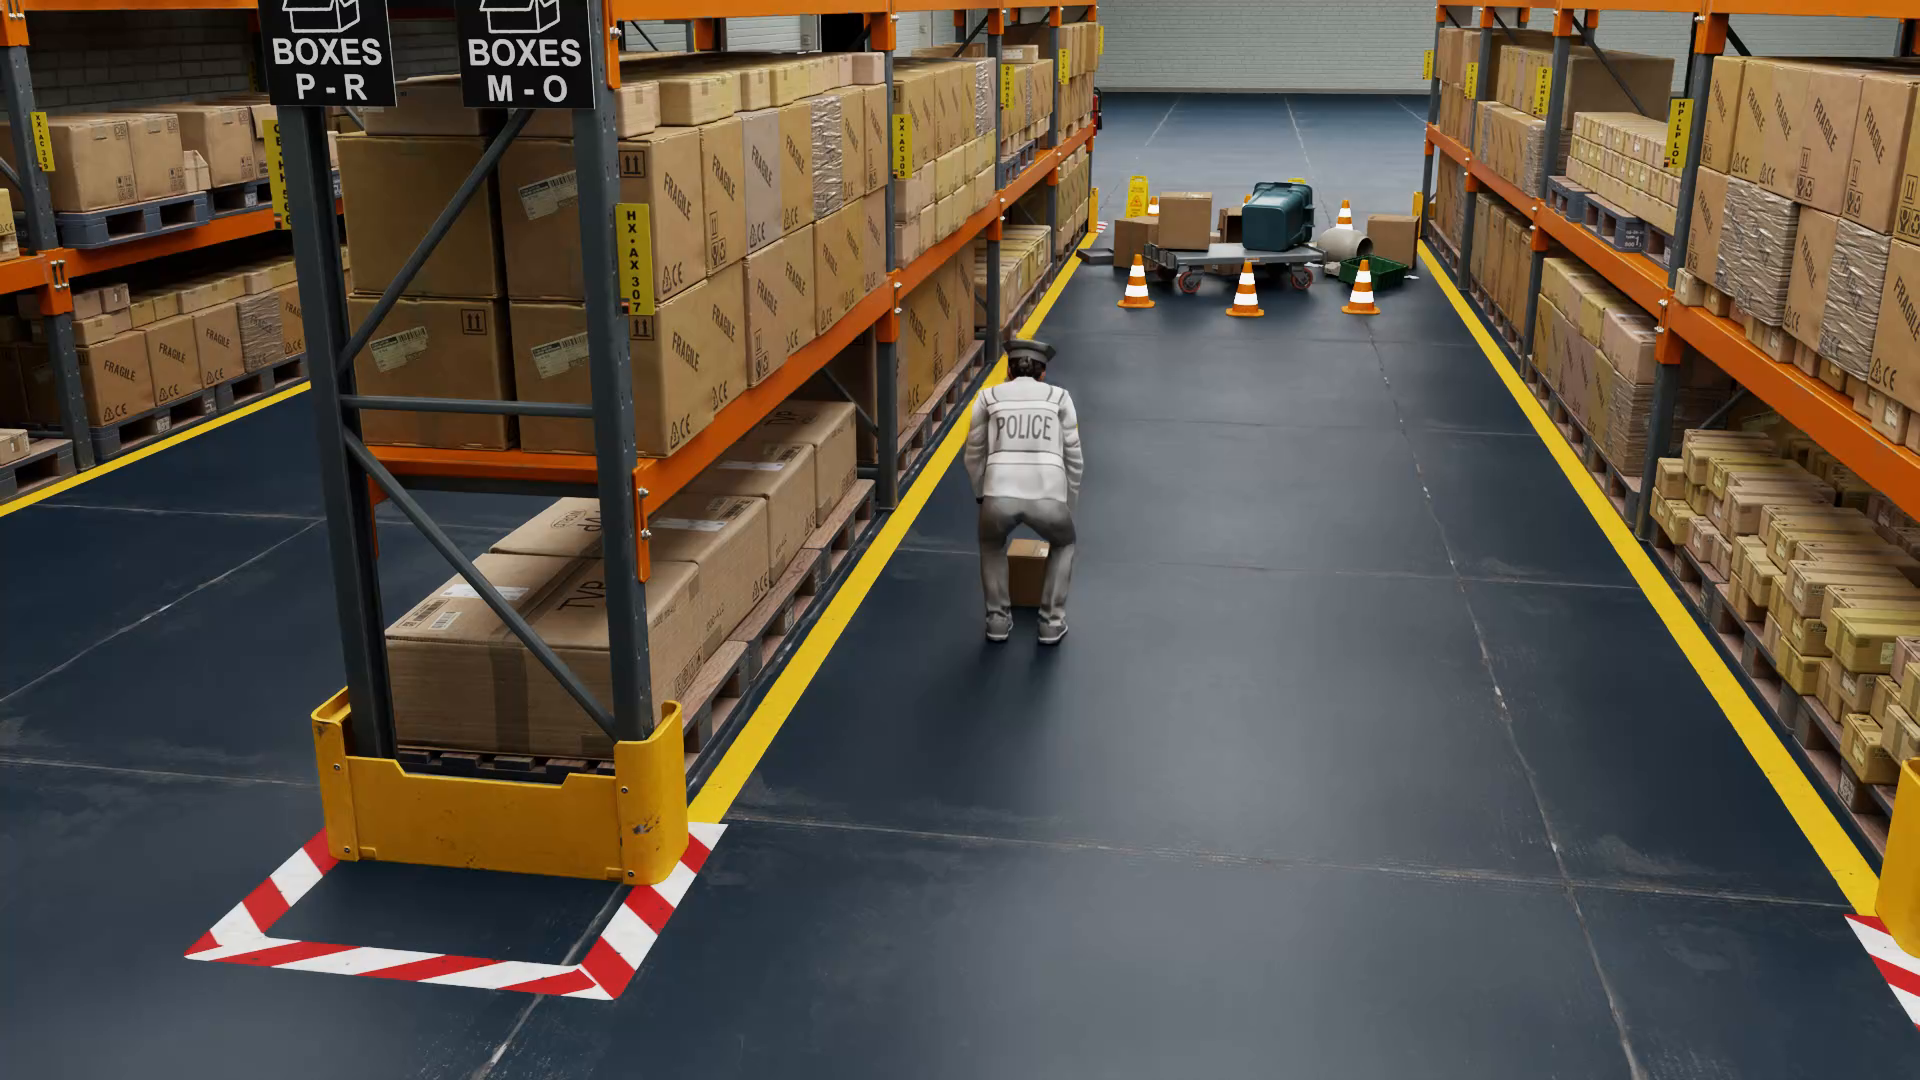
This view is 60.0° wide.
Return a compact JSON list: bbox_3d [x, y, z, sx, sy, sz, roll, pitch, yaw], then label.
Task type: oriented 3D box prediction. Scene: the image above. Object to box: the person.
[{"bbox_3d":[0.268,-0.209,7.324,0.533,1.284,0.752,3,18,9],"label":"person"}]
